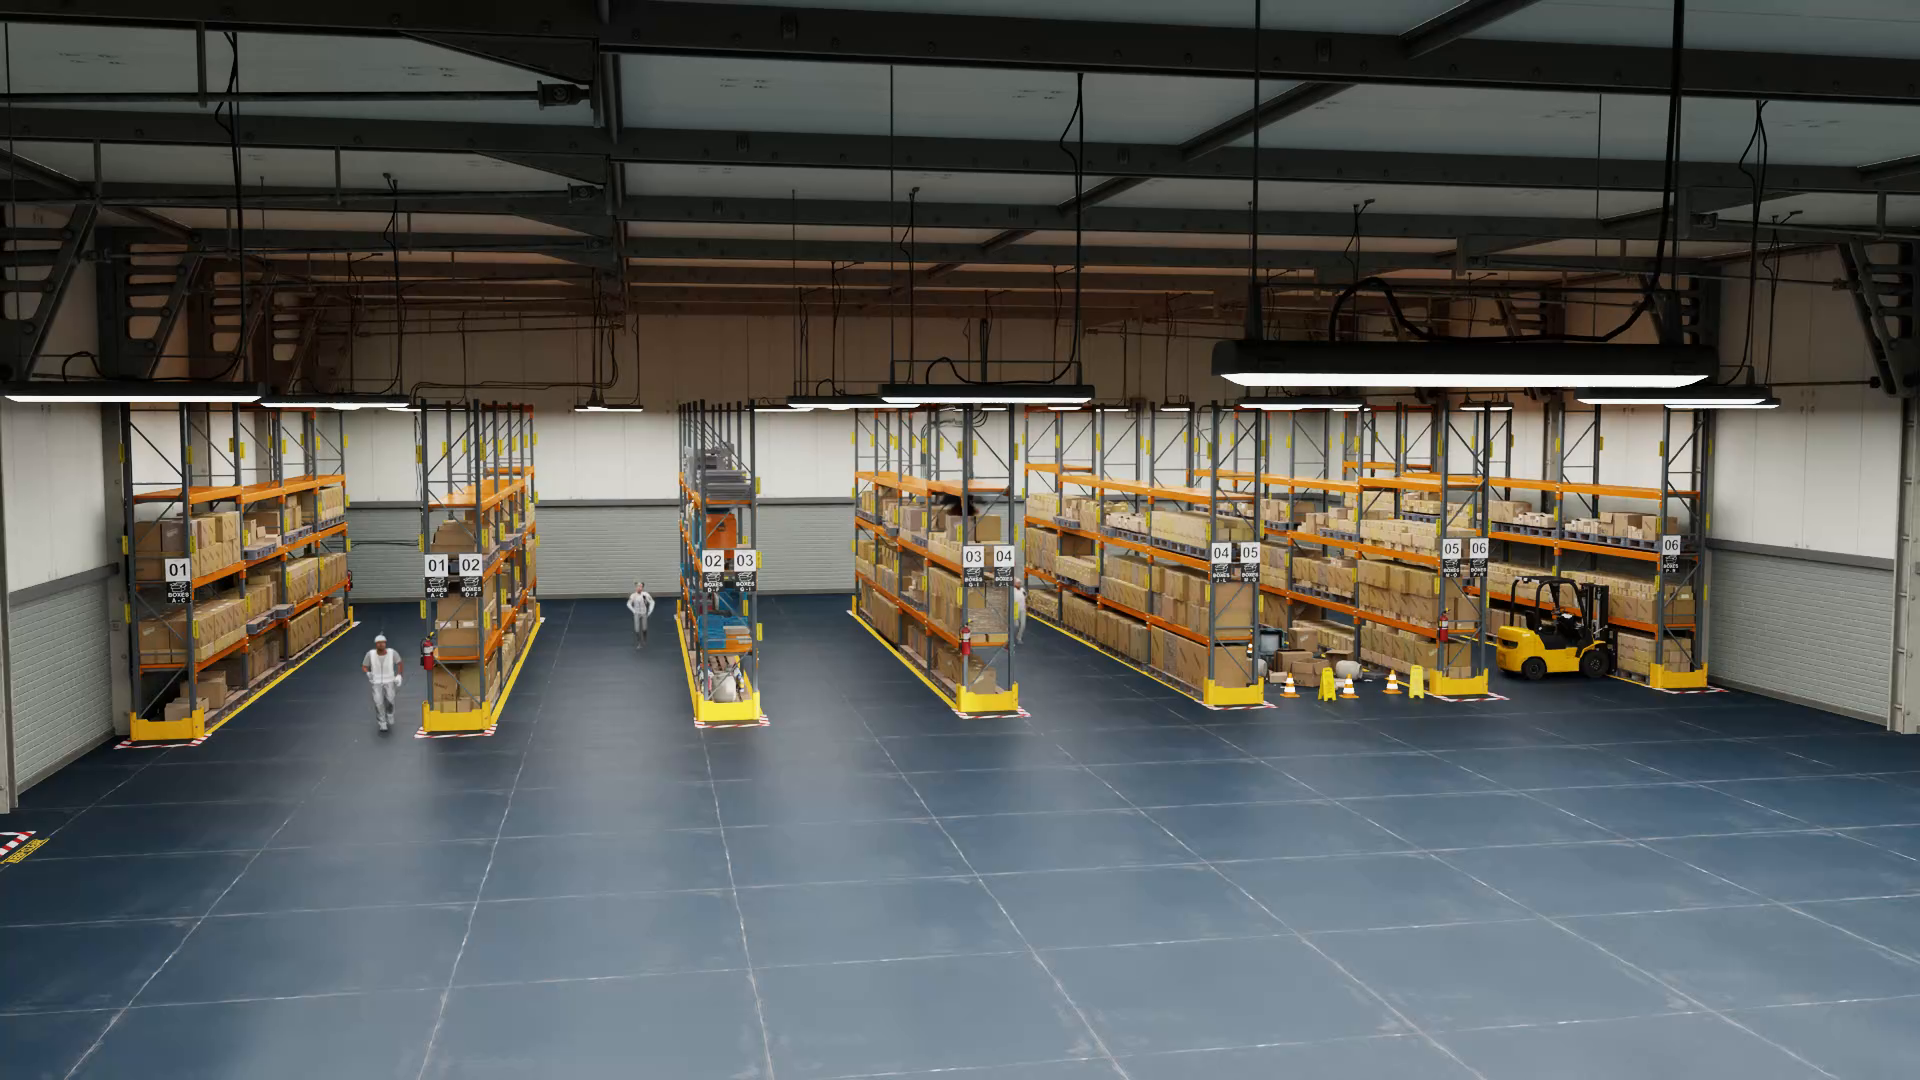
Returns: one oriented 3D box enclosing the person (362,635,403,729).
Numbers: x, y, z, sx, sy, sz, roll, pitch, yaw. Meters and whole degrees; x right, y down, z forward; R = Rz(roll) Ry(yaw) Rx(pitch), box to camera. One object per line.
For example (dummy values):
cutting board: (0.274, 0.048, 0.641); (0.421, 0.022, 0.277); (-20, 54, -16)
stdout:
person: (-10.445, 2.585, 30.087); (0.702, 1.734, 0.578); (-1, 5, -18)

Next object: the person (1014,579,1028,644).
person: (1.445, 1.777, 41.765); (0.614, 1.631, 0.575); (-1, 5, -19)

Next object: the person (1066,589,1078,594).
person: (3.343, 1.048, 50.153); (0.705, 1.823, 0.632); (-2, 5, -24)

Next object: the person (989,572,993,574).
person: (0.785, 1.242, 48.650); (0.709, 1.661, 0.619); (3, 5, 36)

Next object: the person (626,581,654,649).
person: (-7.822, 1.831, 40.702); (0.674, 1.660, 0.504); (-1, 4, -8)
